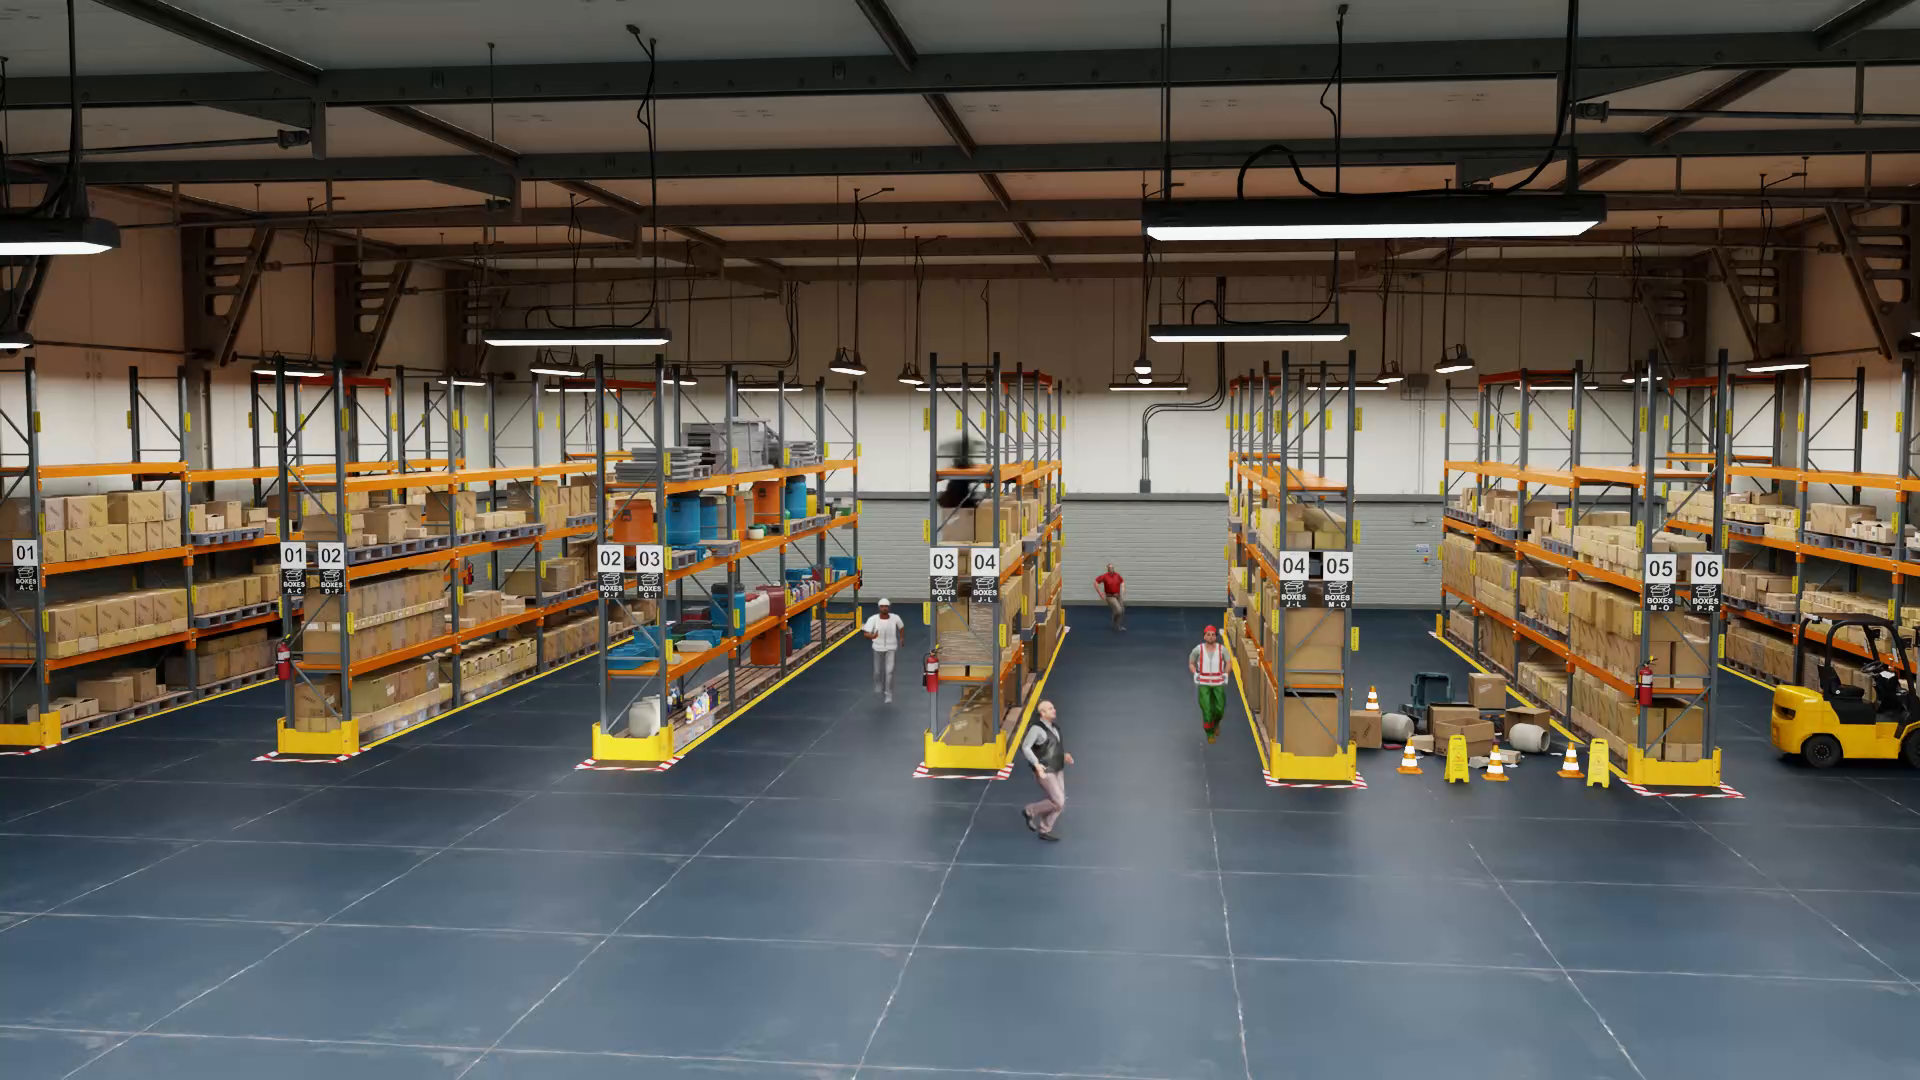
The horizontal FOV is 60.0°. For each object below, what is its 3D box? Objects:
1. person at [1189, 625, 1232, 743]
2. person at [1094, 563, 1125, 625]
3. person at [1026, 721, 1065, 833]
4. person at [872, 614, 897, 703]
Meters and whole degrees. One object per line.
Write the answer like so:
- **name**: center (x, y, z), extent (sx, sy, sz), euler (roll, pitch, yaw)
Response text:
- **person**: center (3.687, 2.121, 24.460), extent (0.636, 1.741, 0.586), euler (0, 4, 5)
- **person**: center (3.657, 1.326, 39.792), extent (0.752, 1.542, 0.581), euler (-3, 5, -34)
- **person**: center (1.068, 2.844, 19.890), extent (0.501, 1.390, 0.447), euler (3, 5, 32)
- **person**: center (-1.283, 2.003, 28.451), extent (0.429, 1.474, 0.961), euler (0, 4, -4)
